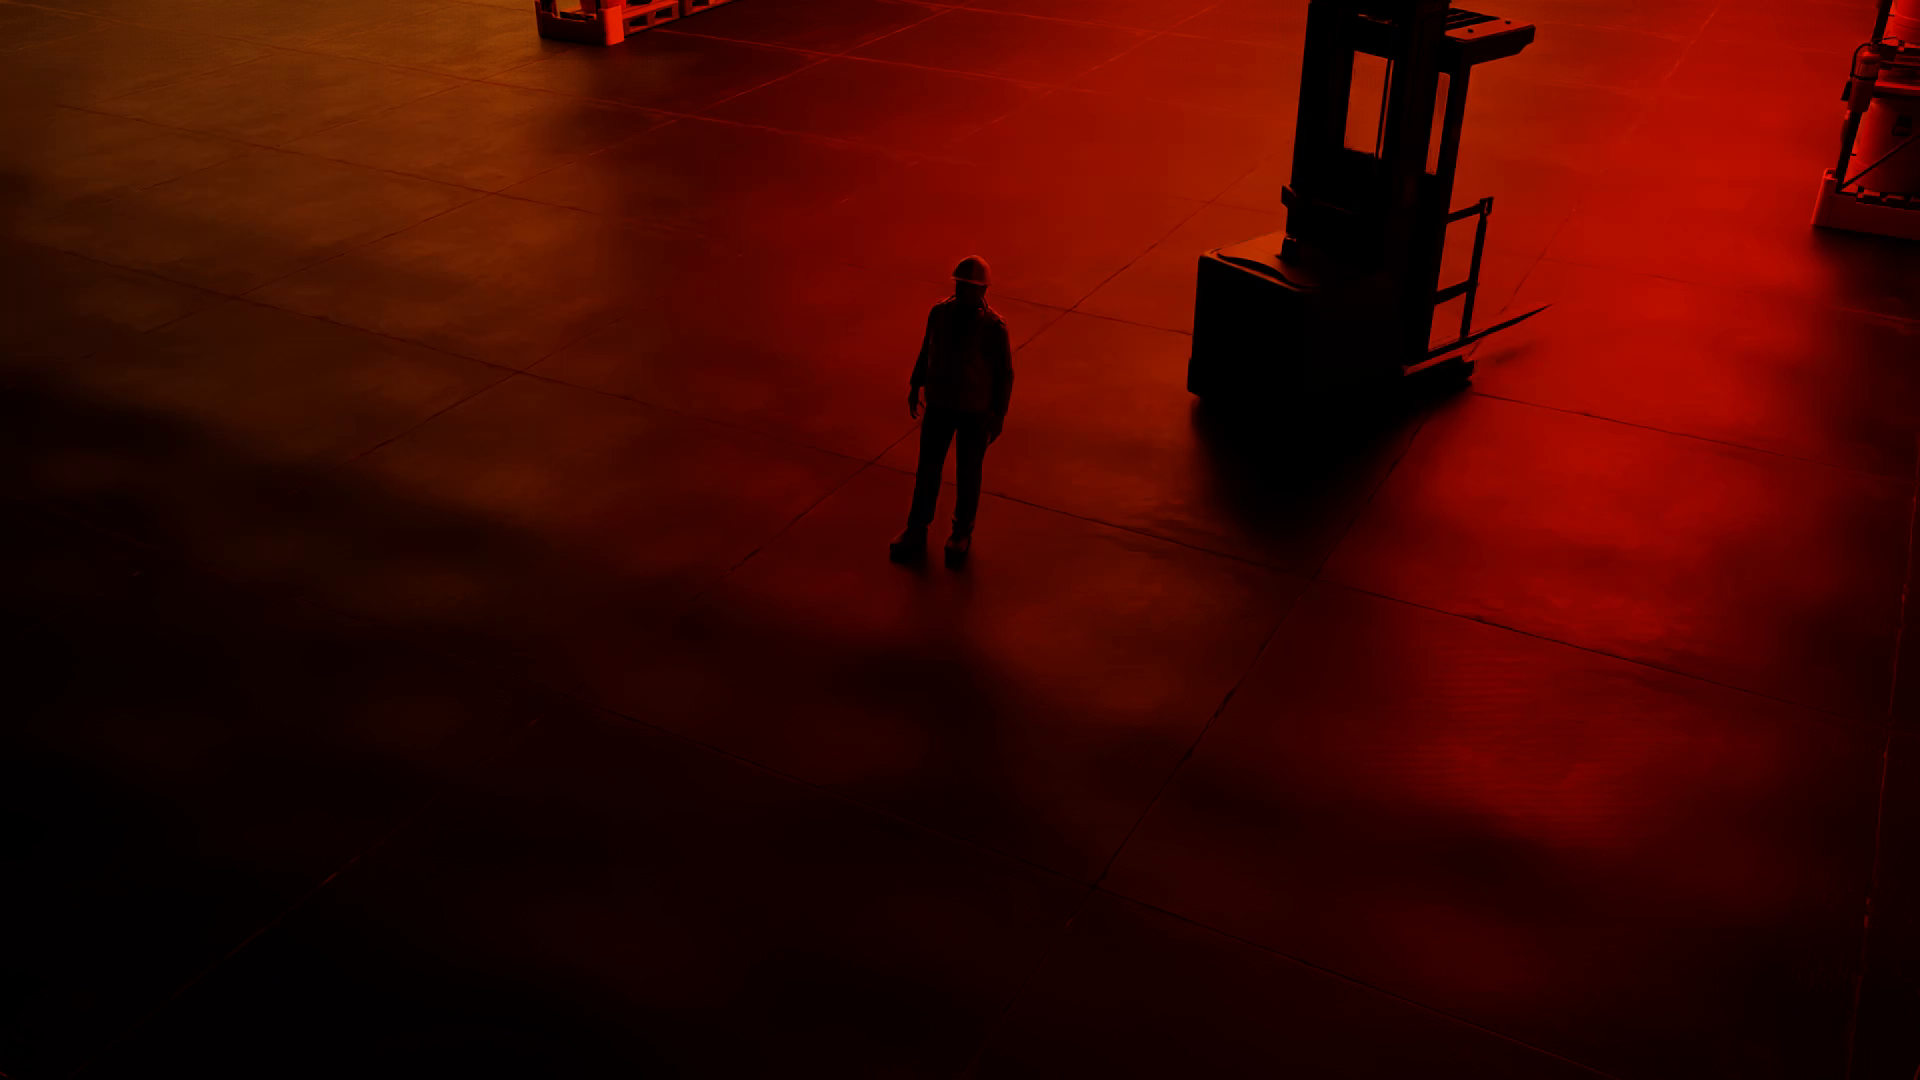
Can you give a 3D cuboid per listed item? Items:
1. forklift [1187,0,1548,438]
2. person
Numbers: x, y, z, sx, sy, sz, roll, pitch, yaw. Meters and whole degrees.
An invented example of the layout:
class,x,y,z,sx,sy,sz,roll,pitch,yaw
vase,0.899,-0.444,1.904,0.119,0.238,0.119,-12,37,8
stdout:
class,x,y,z,sx,sy,sz,roll,pitch,yaw
forklift,3.074,-2.536,11.464,3.031,2.935,1.130,-21,36,-32
person,-0.037,-0.750,9.512,0.632,1.773,0.568,15,33,25
